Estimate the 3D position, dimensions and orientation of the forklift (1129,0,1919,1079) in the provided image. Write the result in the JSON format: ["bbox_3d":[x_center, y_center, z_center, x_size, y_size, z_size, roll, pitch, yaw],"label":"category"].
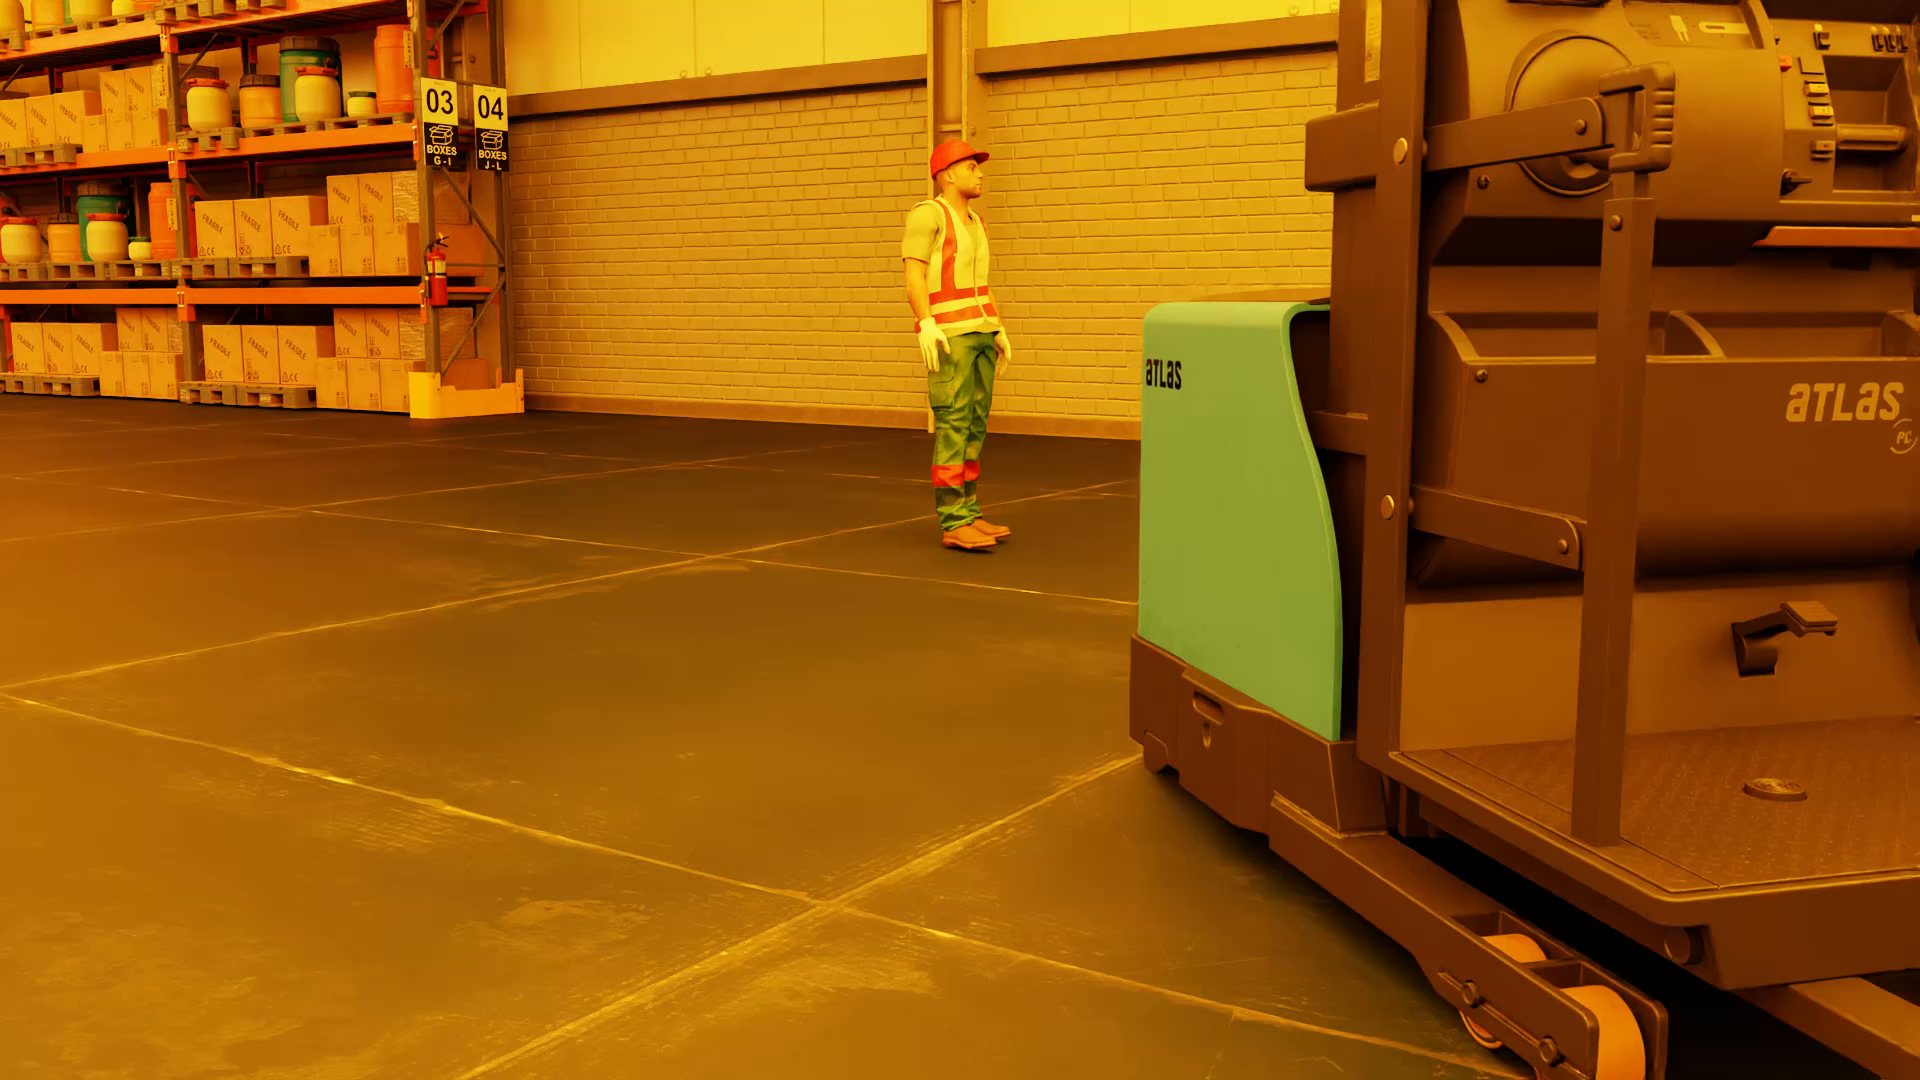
[{"bbox_3d":[1.257,-0.746,2.437,1.130,2.935,3.031,-2,8,-14],"label":"forklift"}]

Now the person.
[{"bbox_3d":[0.060,-0.885,7.422,0.562,1.790,0.637,5,10,34],"label":"person"}]
